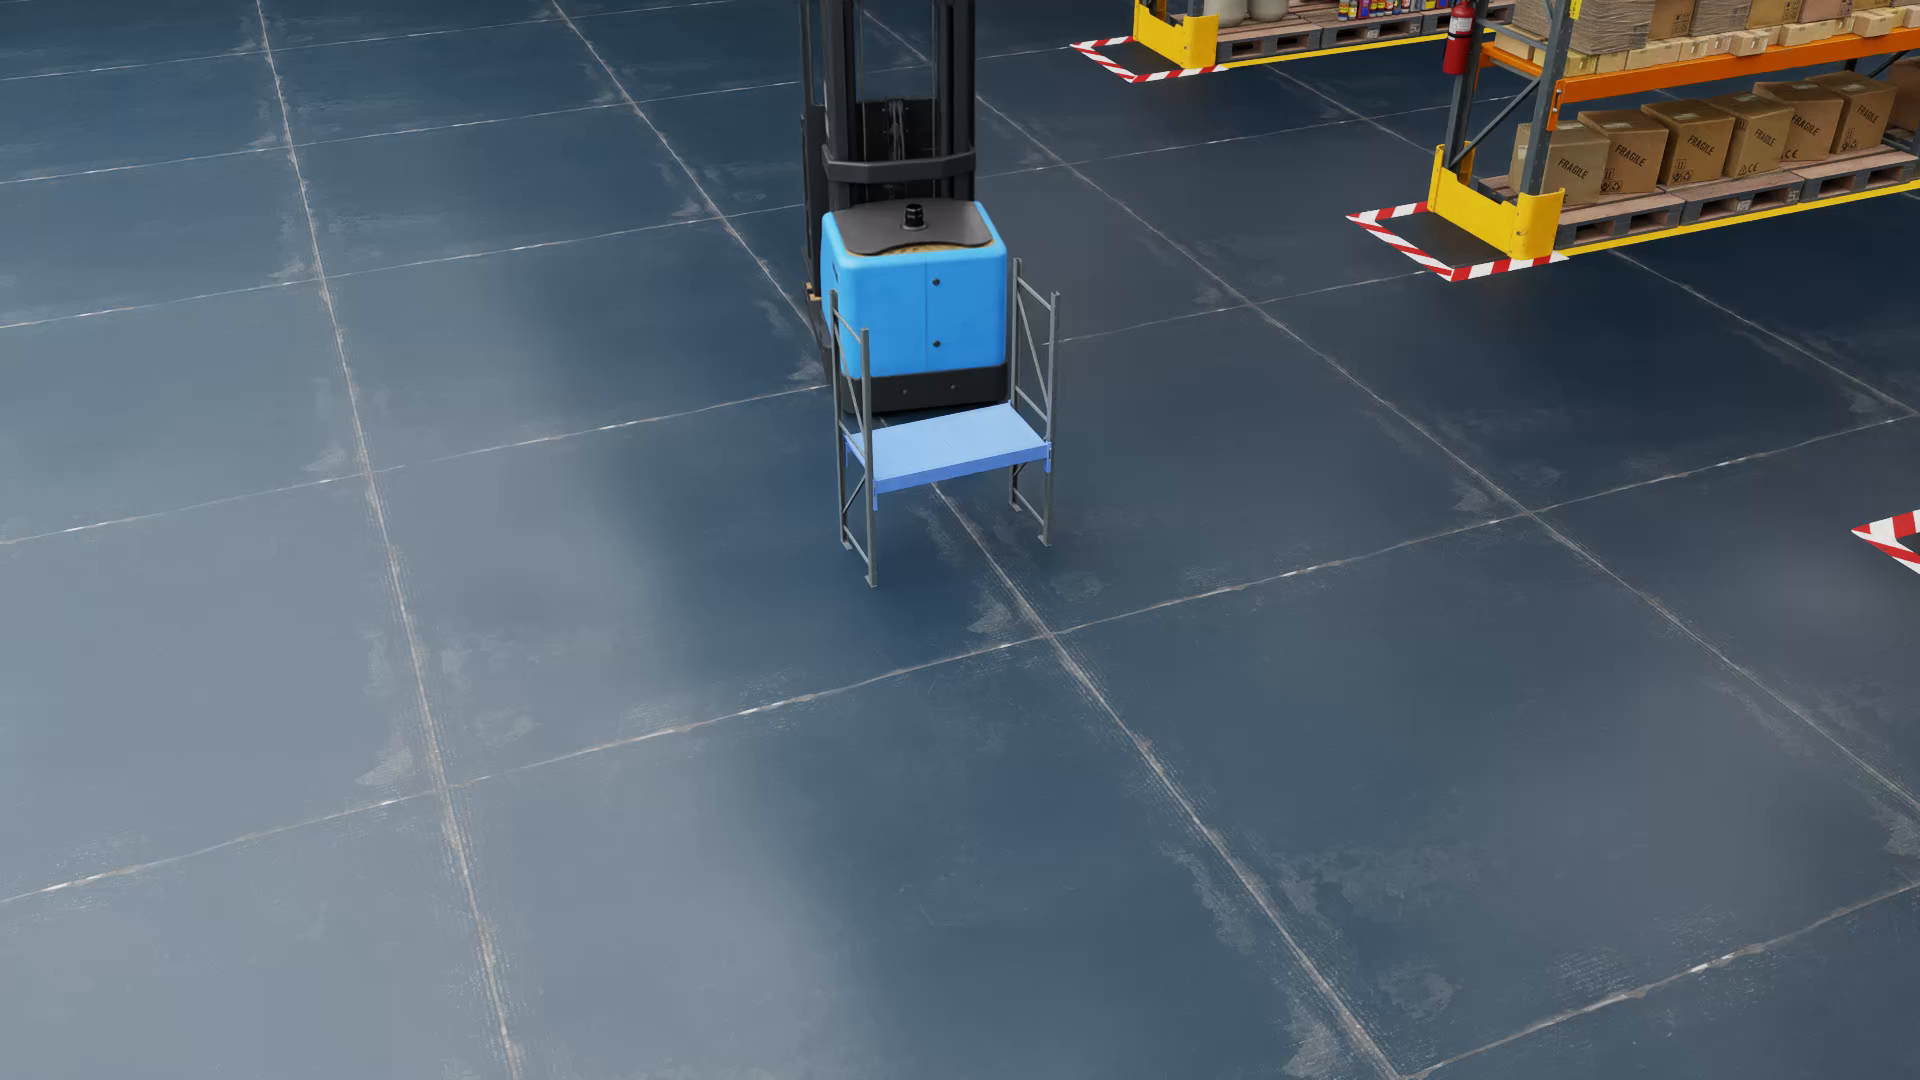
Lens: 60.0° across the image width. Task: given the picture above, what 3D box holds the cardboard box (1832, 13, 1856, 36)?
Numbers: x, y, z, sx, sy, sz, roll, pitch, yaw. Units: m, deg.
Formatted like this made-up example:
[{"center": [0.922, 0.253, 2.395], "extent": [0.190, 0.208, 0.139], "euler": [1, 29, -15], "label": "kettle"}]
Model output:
[{"center": [6.653, -4.018, 12.823], "extent": [0.250, 0.149, 0.380], "euler": [-13, 35, -19], "label": "cardboard box"}]

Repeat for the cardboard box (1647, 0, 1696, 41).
[{"center": [4.939, -4.072, 12.312], "extent": [0.500, 0.500, 0.875], "euler": [-13, 35, -19], "label": "cardboard box"}]

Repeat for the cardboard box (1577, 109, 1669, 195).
[{"center": [5.127, -3.033, 12.986], "extent": [0.500, 0.500, 0.500], "euler": [-4, 33, -6], "label": "cardboard box"}]

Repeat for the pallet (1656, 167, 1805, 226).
[{"center": [5.962, -2.894, 13.422], "extent": [1.213, 0.211, 1.003], "euler": [-13, 35, -19], "label": "pallet"}]

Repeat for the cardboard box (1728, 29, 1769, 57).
[{"center": [5.782, -3.741, 12.397], "extent": [0.250, 0.149, 0.380], "euler": [-13, 35, -19], "label": "cardboard box"}]

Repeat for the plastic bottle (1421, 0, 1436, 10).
[{"center": [4.820, -5.657, 17.138], "extent": [0.185, 0.351, 0.144], "euler": [-13, 35, -19], "label": "plastic bottle"}]

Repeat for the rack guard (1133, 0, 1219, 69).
[{"center": [2.141, -5.120, 16.579], "extent": [0.348, 0.500, 1.175], "euler": [-13, 35, -19], "label": "rack guard"}]

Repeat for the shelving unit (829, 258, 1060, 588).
[{"center": [-0.079, -0.611, 8.731], "extent": [1.048, 1.500, 0.538], "euler": [-13, 35, -19], "label": "shelving unit"}]

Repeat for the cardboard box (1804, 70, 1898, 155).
[{"center": [7.310, -3.546, 13.775], "extent": [0.500, 0.500, 0.500], "euler": [-14, 36, -20], "label": "cardboard box"}]

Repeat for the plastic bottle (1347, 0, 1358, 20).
[{"center": [3.977, -5.388, 16.860], "extent": [0.097, 0.201, 0.097], "euler": [0, 33, 0], "label": "plastic bottle"}]

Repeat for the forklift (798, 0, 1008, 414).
[{"center": [-0.497, -2.799, 10.782], "extent": [1.130, 2.935, 3.031], "euler": [-6, 34, -10], "label": "forklift"}]

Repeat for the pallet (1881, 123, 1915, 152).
[{"center": [8.412, -3.478, 14.320], "extent": [1.213, 0.211, 1.003], "euler": [-13, 35, -19], "label": "pallet"}]

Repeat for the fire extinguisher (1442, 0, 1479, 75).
[{"center": [3.723, -3.813, 12.348], "extent": [0.183, 0.674, 0.296], "euler": [-13, 35, -19], "label": "fire extinguisher"}]

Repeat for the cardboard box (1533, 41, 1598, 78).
[{"center": [4.362, -3.473, 11.985], "extent": [0.250, 0.149, 0.380], "euler": [-13, 35, -19], "label": "cardboard box"}]

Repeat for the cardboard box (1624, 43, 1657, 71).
[{"center": [4.836, -3.561, 12.121], "extent": [0.250, 0.149, 0.380], "euler": [-13, 35, -19], "label": "cardboard box"}]

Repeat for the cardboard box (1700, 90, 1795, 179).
[{"center": [6.243, -3.251, 13.321], "extent": [0.500, 0.500, 0.500], "euler": [-16, 36, -23], "label": "cardboard box"}]

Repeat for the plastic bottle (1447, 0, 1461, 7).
[{"center": [5.118, -5.725, 17.243], "extent": [0.185, 0.351, 0.144], "euler": [-15, 36, -21], "label": "plastic bottle"}]

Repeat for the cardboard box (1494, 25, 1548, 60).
[{"center": [4.189, -3.696, 12.329], "extent": [0.250, 0.149, 0.380], "euler": [-13, 35, -19], "label": "cardboard box"}]

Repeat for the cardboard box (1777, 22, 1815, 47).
[{"center": [6.221, -3.874, 12.602], "extent": [0.250, 0.149, 0.380], "euler": [-13, 35, -19], "label": "cardboard box"}]

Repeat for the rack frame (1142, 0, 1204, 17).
[{"center": [2.089, -6.128, 15.836], "extent": [0.127, 3.000, 1.000], "euler": [-13, 35, -19], "label": "rack frame"}]

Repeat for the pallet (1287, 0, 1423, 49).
[{"center": [4.015, -5.423, 17.310], "extent": [1.213, 0.211, 1.003], "euler": [-13, 35, -19], "label": "pallet"}]

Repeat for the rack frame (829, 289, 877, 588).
[{"center": [-0.547, -0.503, 8.566], "extent": [0.032, 1.500, 0.500], "euler": [-13, 35, -19], "label": "rack frame"}]

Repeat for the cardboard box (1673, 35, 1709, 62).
[{"center": [5.292, -3.673, 12.294], "extent": [0.250, 0.149, 0.380], "euler": [-13, 35, -19], "label": "cardboard box"}]

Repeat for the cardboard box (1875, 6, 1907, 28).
[{"center": [7.122, -4.113, 12.969], "extent": [0.250, 0.149, 0.380], "euler": [-13, 35, -19], "label": "cardboard box"}]

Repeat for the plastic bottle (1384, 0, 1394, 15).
[{"center": [4.381, -5.480, 17.003], "extent": [0.097, 0.201, 0.097], "euler": [0, 33, 0], "label": "plastic bottle"}]

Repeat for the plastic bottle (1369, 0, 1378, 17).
[{"center": [4.197, -5.468, 16.919], "extent": [0.097, 0.271, 0.097], "euler": [0, 33, 0], "label": "plastic bottle"}]

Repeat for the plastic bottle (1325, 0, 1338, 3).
[{"center": [3.898, -5.768, 17.370], "extent": [0.133, 0.283, 0.061], "euler": [-13, 35, -19], "label": "plastic bottle"}]

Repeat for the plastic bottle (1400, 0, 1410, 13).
[{"center": [4.571, -5.524, 17.069], "extent": [0.097, 0.201, 0.097], "euler": [0, 33, 0], "label": "plastic bottle"}]

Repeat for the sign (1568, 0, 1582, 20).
[{"center": [4.217, -3.728, 11.353], "extent": [0.005, 0.325, 0.100], "euler": [-13, 35, -19], "label": "sign"}]

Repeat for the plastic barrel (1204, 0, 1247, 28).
[{"center": [2.666, -5.439, 16.673], "extent": [0.421, 0.512, 0.421], "euler": [0, 33, 0], "label": "plastic barrel"}]

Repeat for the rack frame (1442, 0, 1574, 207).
[{"center": [4.007, -3.638, 12.008], "extent": [0.127, 3.000, 1.000], "euler": [-13, 35, -19], "label": "rack frame"}]

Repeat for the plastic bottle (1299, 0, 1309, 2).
[{"center": [3.613, -5.748, 17.414], "extent": [0.097, 0.201, 0.097], "euler": [0, 33, 0], "label": "plastic bottle"}]

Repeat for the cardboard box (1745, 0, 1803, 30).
[{"center": [5.882, -4.256, 12.594], "extent": [0.500, 0.500, 0.875], "euler": [-13, 35, -19], "label": "cardboard box"}]

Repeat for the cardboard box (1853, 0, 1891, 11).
[{"center": [6.781, -4.497, 12.965], "extent": [0.500, 0.500, 0.875], "euler": [-13, 35, -19], "label": "cardboard box"}]
